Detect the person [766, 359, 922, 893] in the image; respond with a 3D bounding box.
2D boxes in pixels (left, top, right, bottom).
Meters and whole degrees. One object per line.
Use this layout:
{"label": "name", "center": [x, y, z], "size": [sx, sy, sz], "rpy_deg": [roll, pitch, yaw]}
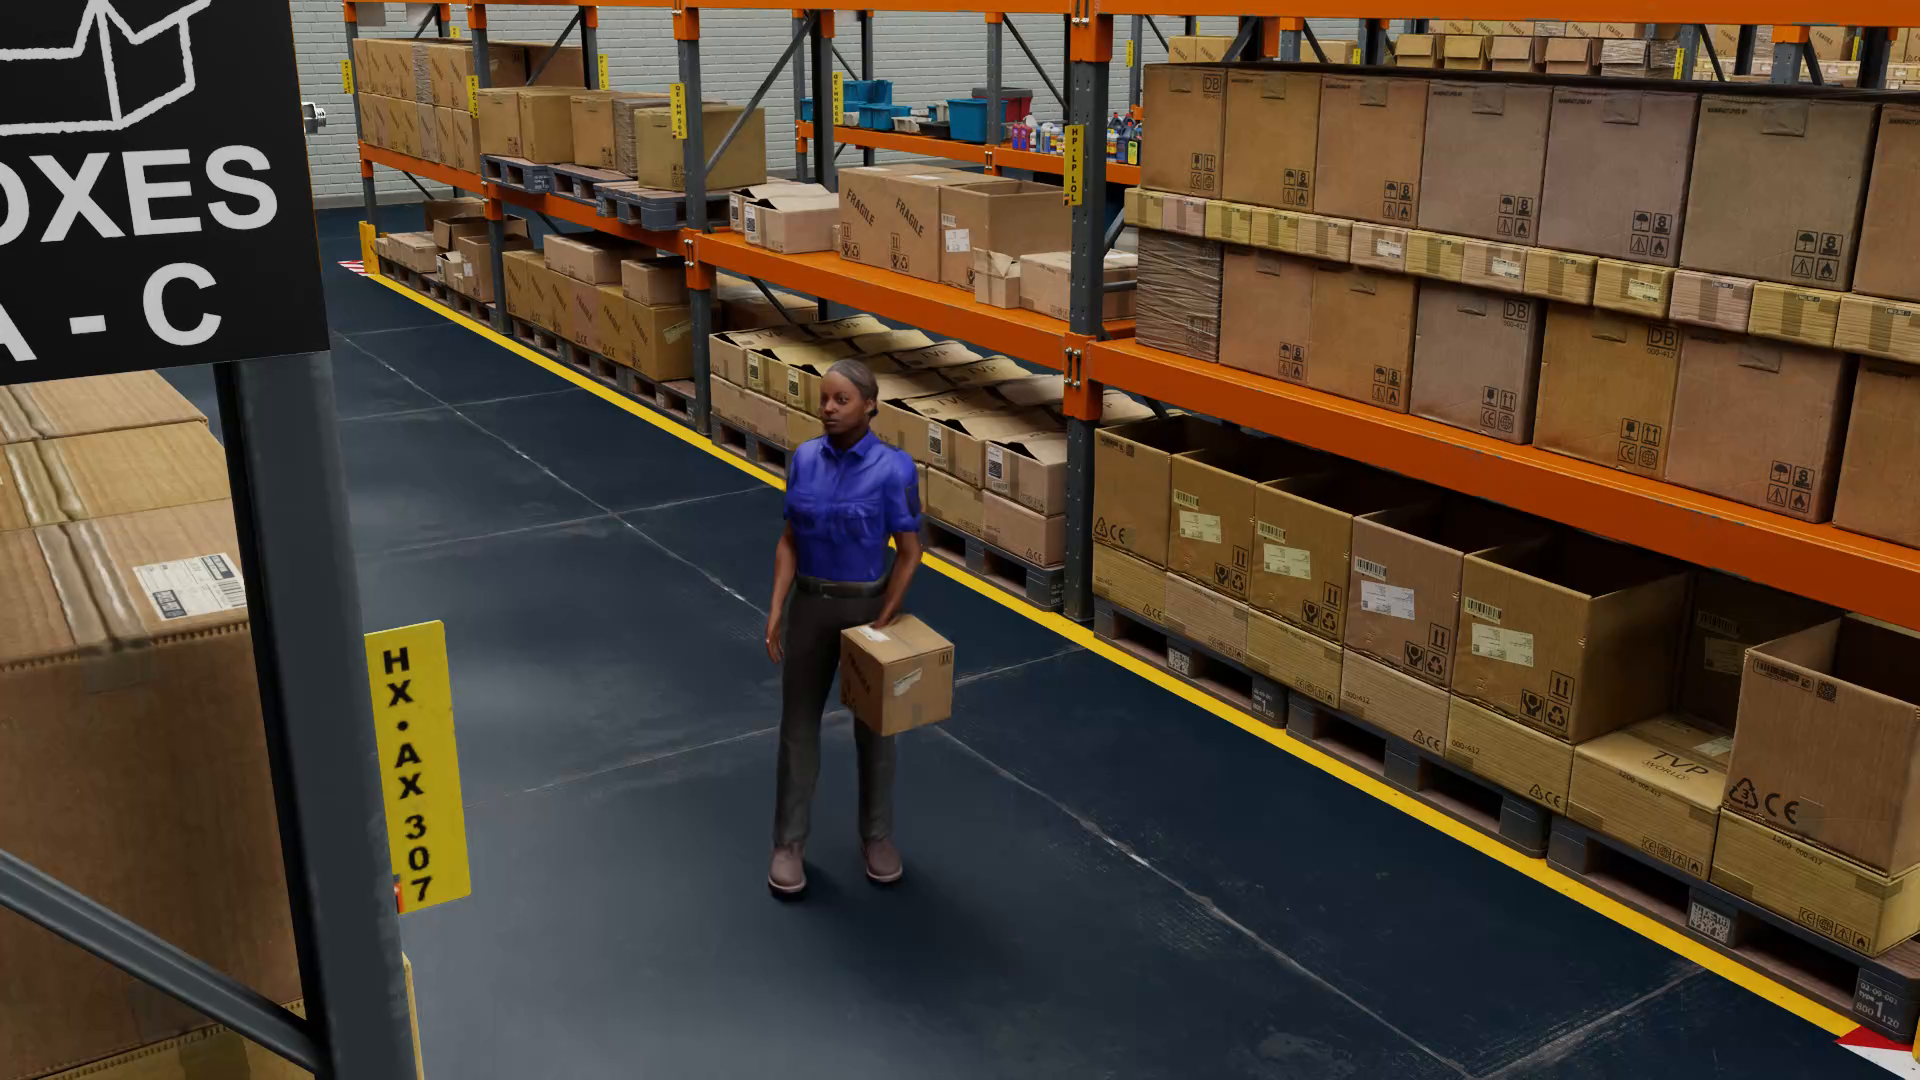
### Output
{"label": "person", "center": [-0.367, 0.282, 5.180], "size": [0.489, 1.657, 0.498], "rpy_deg": [5, 19, 15]}
